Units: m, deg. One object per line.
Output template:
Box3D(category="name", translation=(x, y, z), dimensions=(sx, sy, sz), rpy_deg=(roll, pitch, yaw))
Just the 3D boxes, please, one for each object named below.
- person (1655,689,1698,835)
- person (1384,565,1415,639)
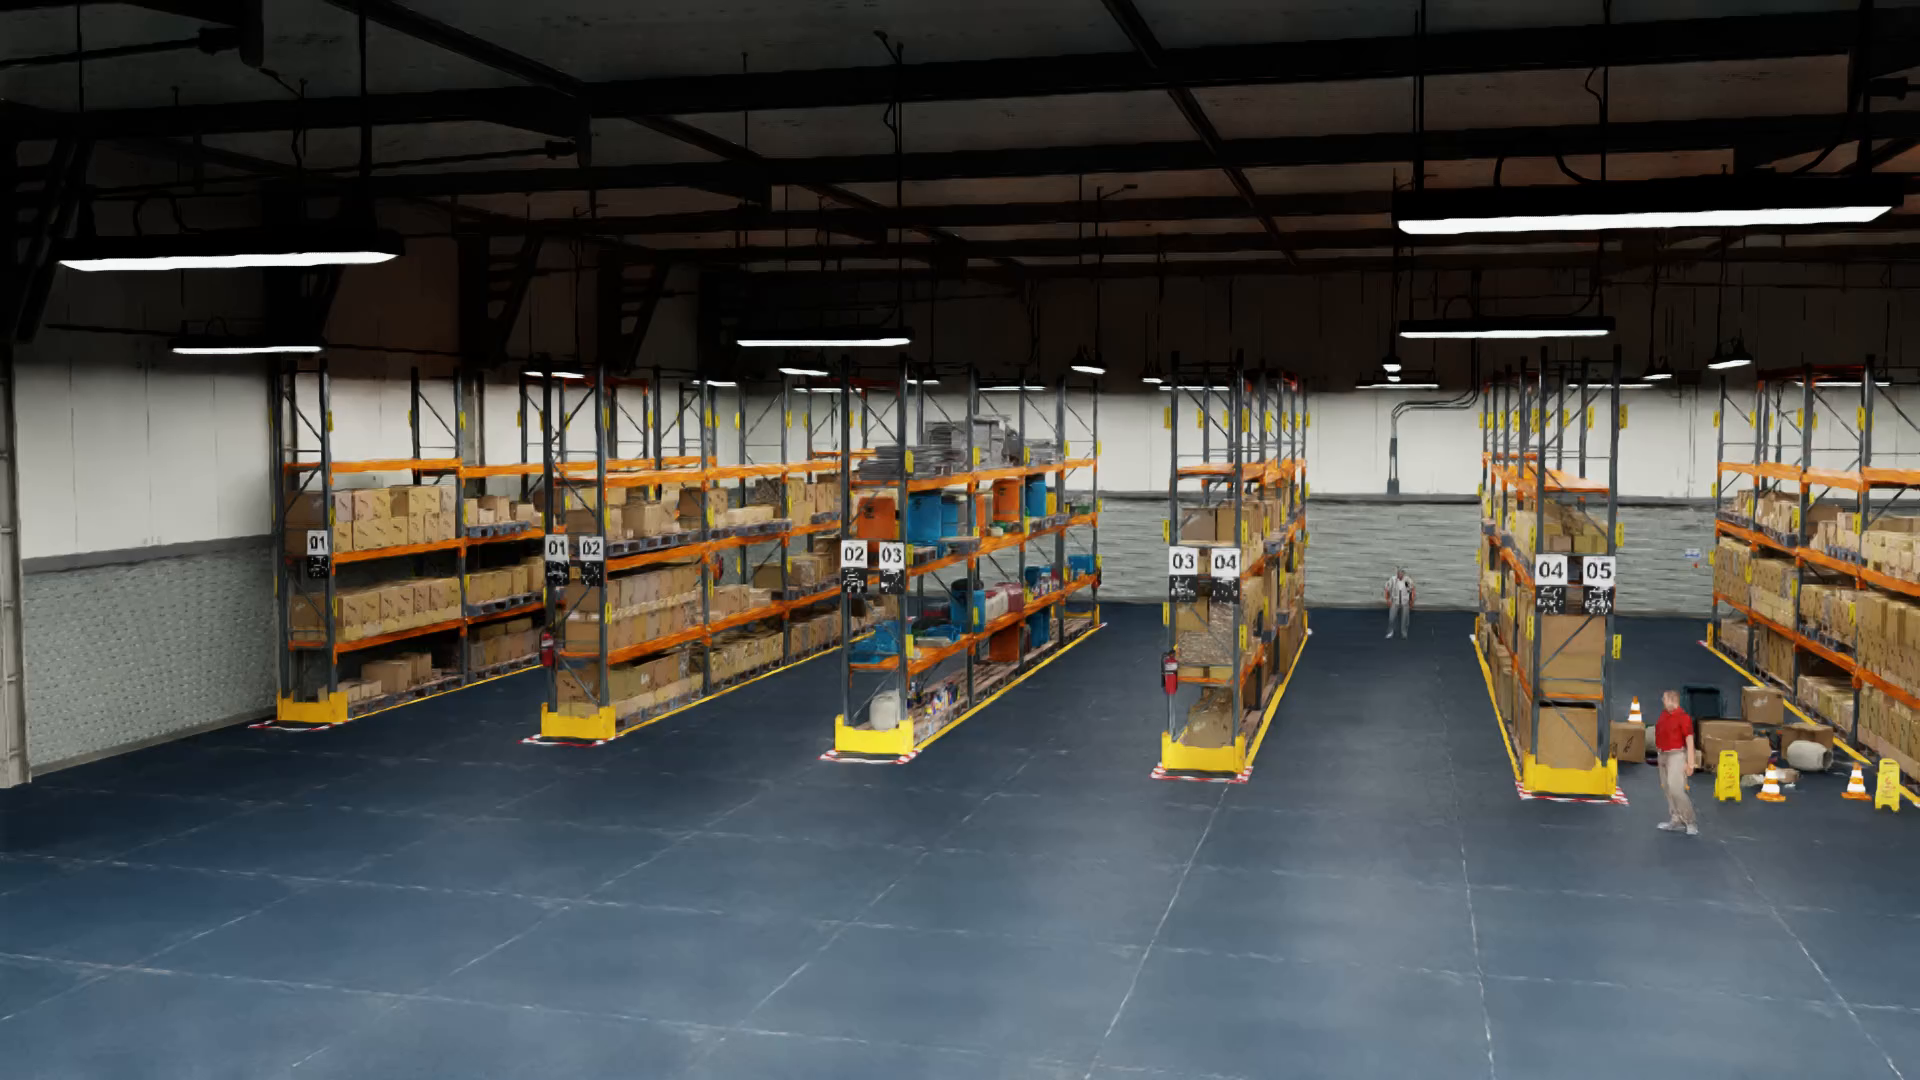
Box3D(category="person", translation=(8.713, 2.679, 20.218), dimensions=(0.438, 1.720, 0.651), rpy_deg=(-1, 4, -13))
Box3D(category="person", translation=(10.065, 1.414, 38.068), dimensions=(0.682, 1.715, 0.528), rpy_deg=(1, 4, 13))
